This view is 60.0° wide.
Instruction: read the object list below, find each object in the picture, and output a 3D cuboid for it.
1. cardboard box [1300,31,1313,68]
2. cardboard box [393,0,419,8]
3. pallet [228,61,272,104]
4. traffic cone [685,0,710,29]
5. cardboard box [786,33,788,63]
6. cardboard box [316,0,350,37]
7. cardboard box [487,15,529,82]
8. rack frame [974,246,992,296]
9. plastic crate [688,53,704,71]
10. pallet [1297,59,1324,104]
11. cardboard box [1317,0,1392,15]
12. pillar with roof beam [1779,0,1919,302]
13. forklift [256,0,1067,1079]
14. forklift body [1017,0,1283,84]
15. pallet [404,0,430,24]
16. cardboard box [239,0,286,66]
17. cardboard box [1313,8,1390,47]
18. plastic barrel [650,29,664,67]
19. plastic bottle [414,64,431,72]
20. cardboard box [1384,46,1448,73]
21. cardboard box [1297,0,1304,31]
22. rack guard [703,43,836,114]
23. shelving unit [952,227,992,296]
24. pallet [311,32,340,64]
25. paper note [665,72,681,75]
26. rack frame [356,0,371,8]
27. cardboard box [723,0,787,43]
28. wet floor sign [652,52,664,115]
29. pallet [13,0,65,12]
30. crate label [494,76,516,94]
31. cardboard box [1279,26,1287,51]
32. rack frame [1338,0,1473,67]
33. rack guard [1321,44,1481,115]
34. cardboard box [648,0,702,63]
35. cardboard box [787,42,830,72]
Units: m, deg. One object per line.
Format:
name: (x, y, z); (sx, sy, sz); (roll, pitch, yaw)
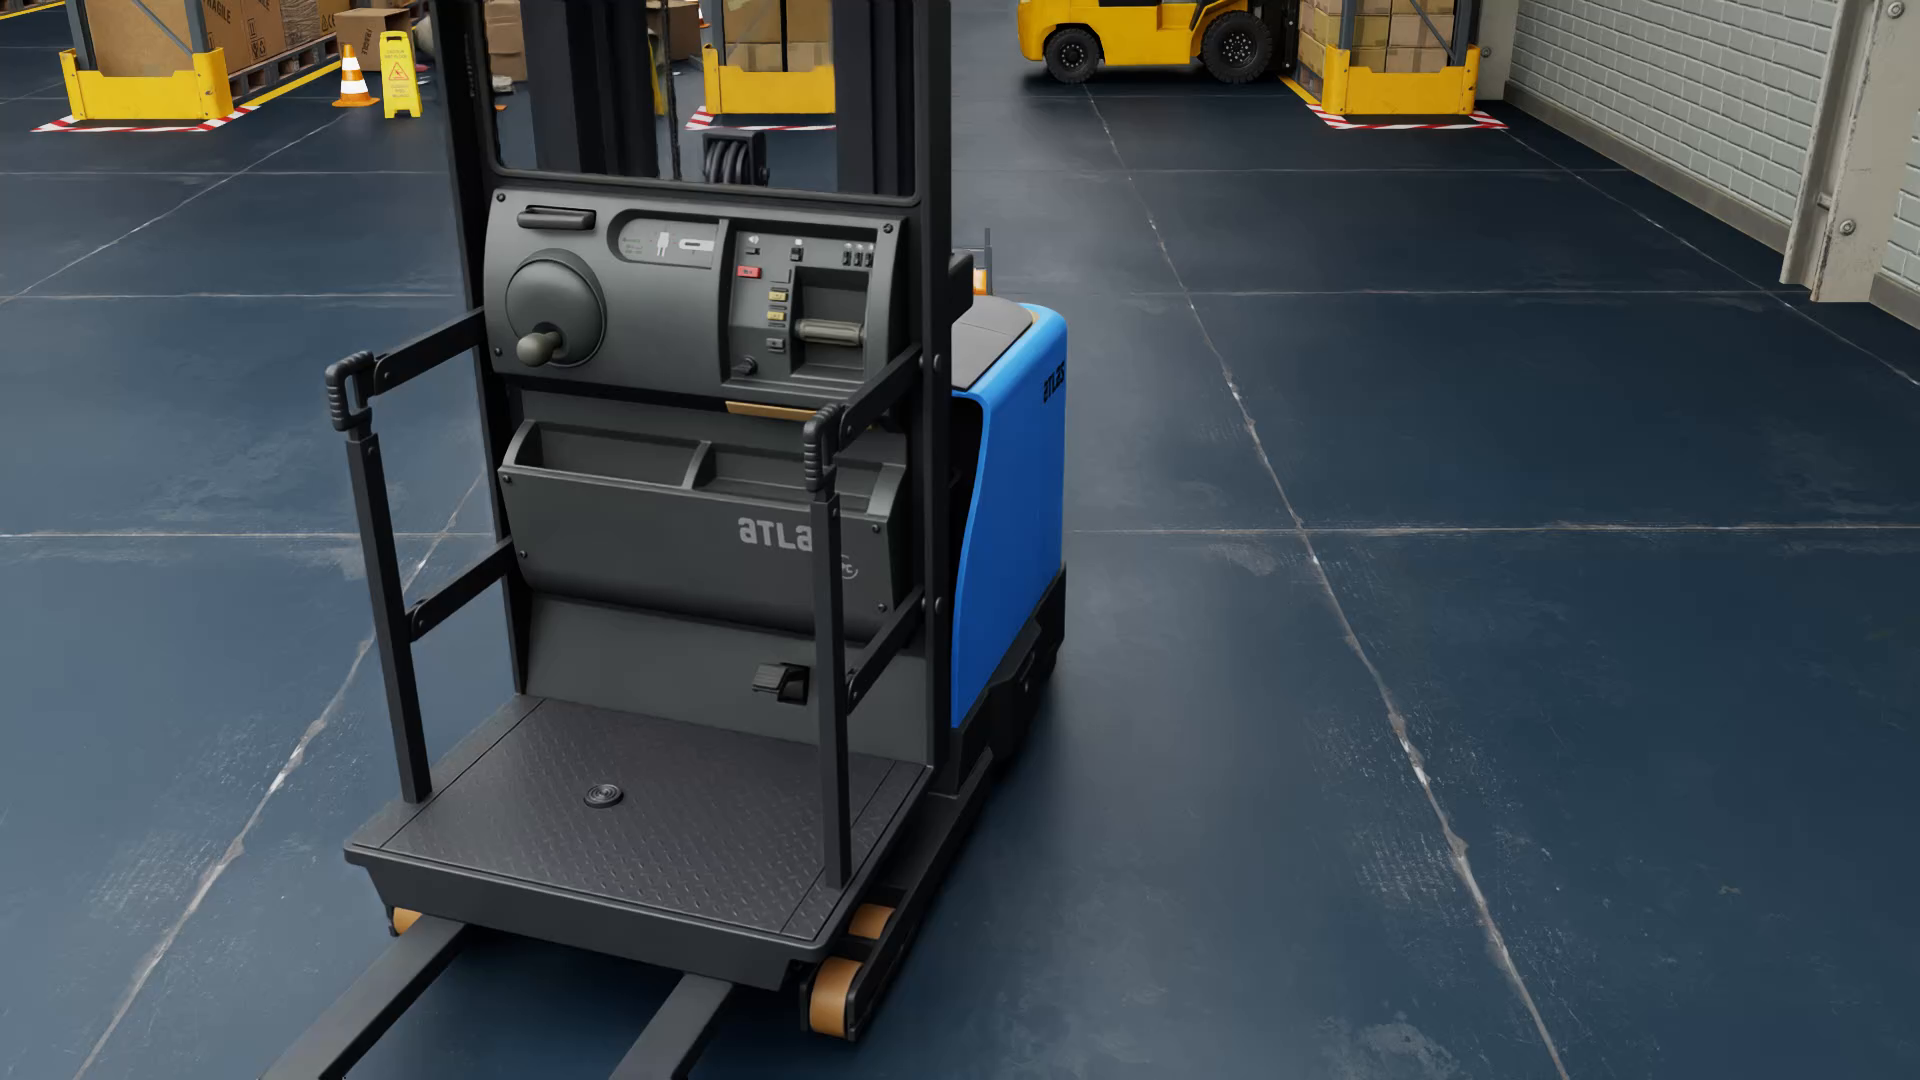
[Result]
cardboard box: (3.200, -4.170, 14.158); (0.500, 0.250, 0.500); (0, 24, -1)
cardboard box: (-6.542, -6.214, 18.071); (1.050, 0.750, 0.750); (0, 24, -1)
pallet: (-6.482, -3.805, 13.908); (1.003, 0.211, 1.213); (0, 24, -1)
traffic cone: (-2.904, -5.808, 18.030); (0.336, 0.463, 0.334); (0, 24, -1)
cardboard box: (-1.722, -4.295, 14.433); (0.500, 0.250, 0.500); (0, 24, 0)
cardboard box: (-6.502, -5.359, 16.027); (0.875, 0.875, 0.875); (0, 24, 0)
cardboard box: (-3.997, -4.386, 14.836); (0.797, 0.503, 0.637); (-19, 31, -36)
rack frame: (0.001, -0.450, 5.471); (0.200, 1.050, 0.008); (0, 24, -1)
plastic crate: (-2.293, -4.478, 15.554); (0.402, 0.080, 0.583); (-9, 26, -19)
pallet: (3.467, -3.879, 14.070); (1.003, 0.211, 1.213); (0, 24, -1)
cardboard box: (3.200, -4.417, 13.490); (0.500, 0.250, 0.500); (1, 24, 1)
pillar with roof beam: (0.171, -5.367, 6.697); (9.100, 9.000, 0.400); (0, 24, -1)
forklift: (-0.633, -0.486, 3.269); (1.130, 2.935, 3.031); (8, 25, 16)
forklift body: (1.672, -5.221, 14.684); (2.313, 2.155, 1.214); (0, 24, -1)
pallet: (-6.539, -5.946, 18.641); (1.003, 0.211, 1.213); (0, 24, -1)
cardboard box: (-6.480, -4.612, 14.376); (0.875, 0.875, 0.875); (-1, 24, -1)
cardboard box: (3.199, -4.200, 13.617); (0.500, 0.250, 0.500); (-1, 24, -1)
plastic barrel: (-2.983, -4.481, 15.145); (0.512, 0.421, 0.421); (19, 30, 35)
plastic bottle: (-4.996, -4.321, 15.229); (0.283, 0.061, 0.133); (-9, 26, -19)
cardboard box: (3.707, -3.976, 13.729); (0.500, 0.250, 0.500); (0, 24, 0)
cardboard box: (3.178, -4.619, 14.544); (0.500, 0.250, 0.500); (-1, 24, -2)
rack guard: (-1.447, -3.703, 13.331); (1.175, 0.500, 0.348); (0, 24, -1)
shelving unit: (-0.001, -0.500, 5.582); (0.215, 1.050, 0.252); (0, 24, -1)
pallet: (-6.509, -4.811, 16.131); (1.003, 0.211, 1.213); (0, 24, -1)
paper note: (-2.602, -4.240, 15.088); (0.142, 0.019, 0.148); (-9, 26, -19)
rack frame: (-6.439, -6.395, 16.250); (1.000, 3.000, 0.127); (0, 24, -1)
cardboard box: (-1.716, -4.420, 13.800); (0.500, 0.500, 0.500); (0, 24, 0)
wet floor sign: (-2.514, -3.655, 13.048); (0.267, 0.644, 0.232); (8, 26, 18)
pallet: (-11.436, -6.470, 19.800); (1.003, 0.211, 1.213); (0, 24, -1)
crate label: (-3.918, -3.856, 14.111); (0.250, 0.136, 0.298); (-14, 28, -28)
cardboard box: (3.175, -4.590, 15.087); (0.500, 0.250, 0.500); (1, 24, 1)
rack frame: (3.517, -4.835, 12.800); (1.000, 3.000, 0.127); (0, 24, -1)
rack guard: (3.517, -3.686, 13.293); (1.175, 0.500, 0.348); (0, 24, -1)
cardboard box: (-2.839, -4.874, 15.916); (0.500, 0.500, 0.500); (19, 30, 35)
cardboard box: (-1.179, -4.083, 13.965); (0.500, 0.250, 0.500); (0, 24, -1)
